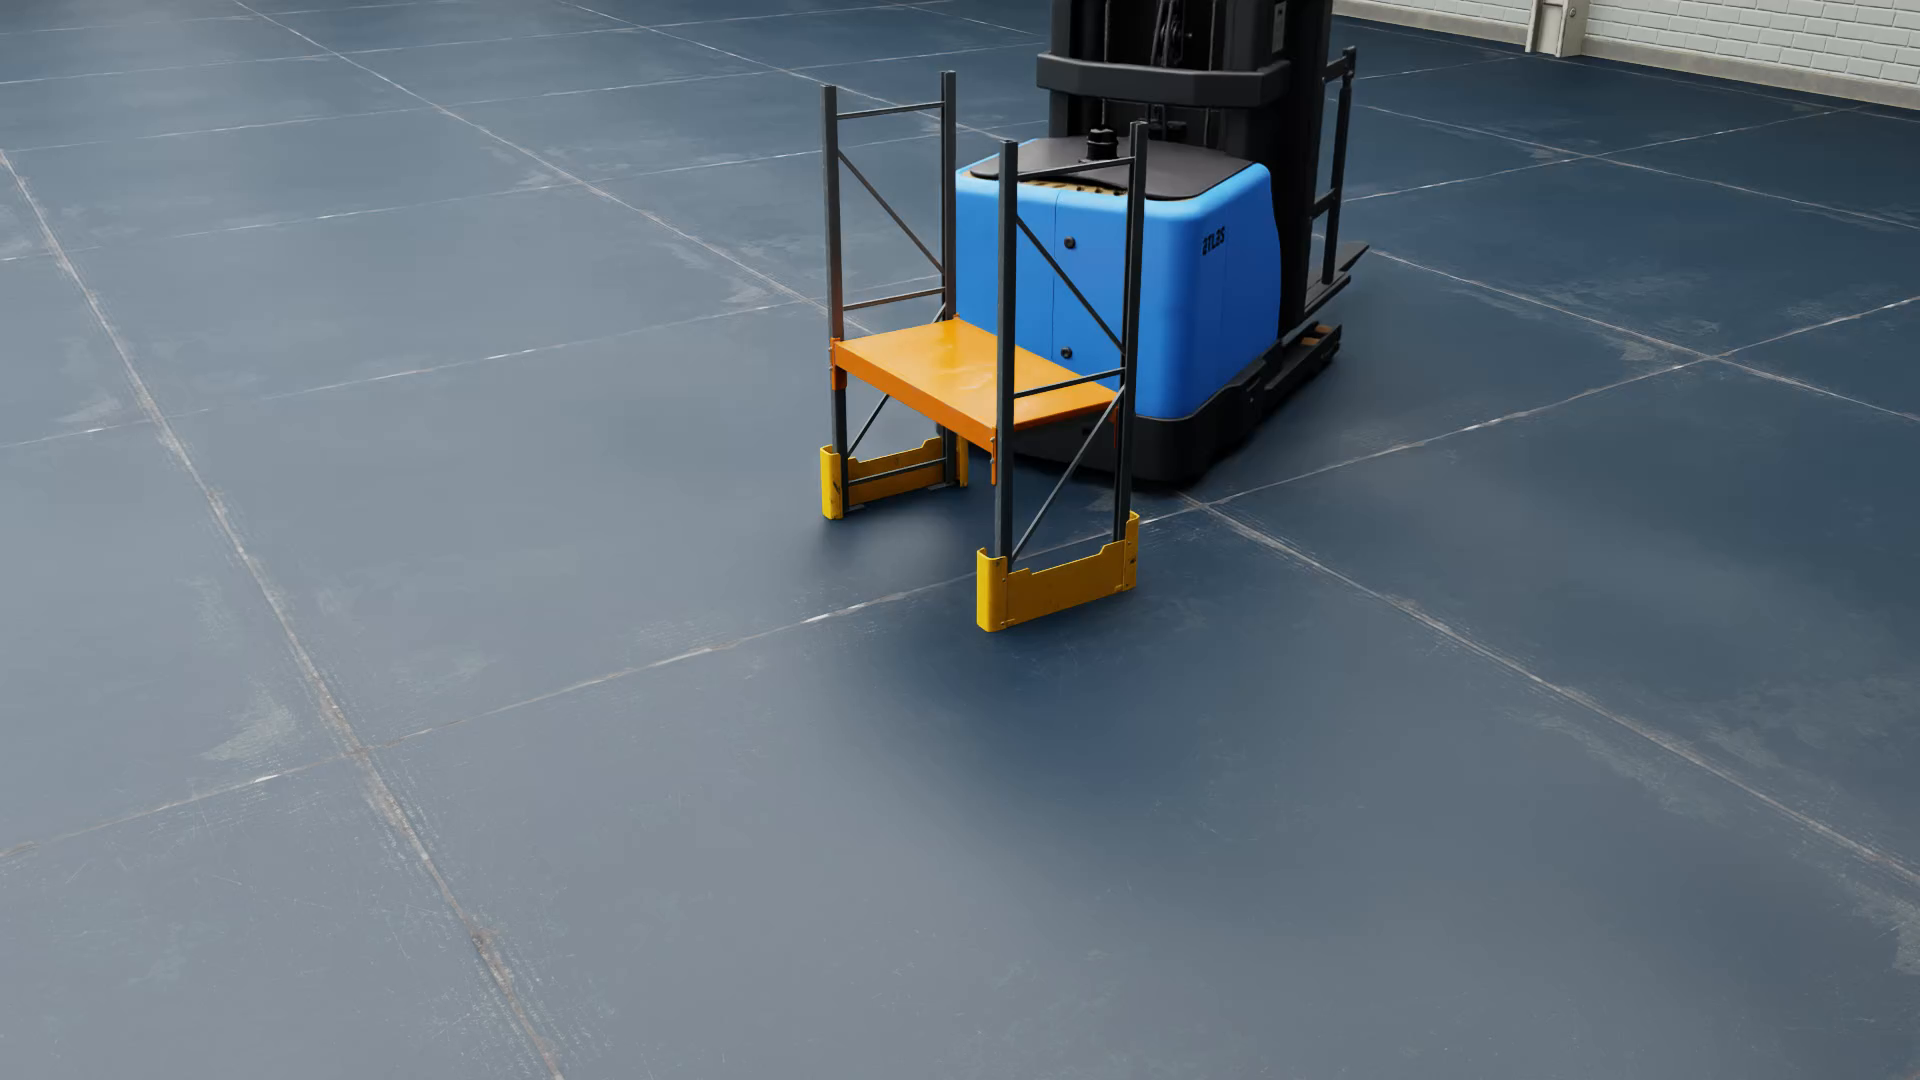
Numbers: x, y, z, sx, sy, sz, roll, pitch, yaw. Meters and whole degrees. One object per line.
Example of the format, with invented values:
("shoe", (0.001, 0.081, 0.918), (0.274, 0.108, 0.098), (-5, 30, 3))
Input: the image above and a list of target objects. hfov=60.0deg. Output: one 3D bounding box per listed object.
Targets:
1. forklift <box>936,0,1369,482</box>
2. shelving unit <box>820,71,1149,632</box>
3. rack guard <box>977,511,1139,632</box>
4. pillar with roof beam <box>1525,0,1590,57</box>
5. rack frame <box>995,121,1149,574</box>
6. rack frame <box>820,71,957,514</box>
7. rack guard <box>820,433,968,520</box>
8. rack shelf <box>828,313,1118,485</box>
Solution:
("forklift", (1.051, -2.129, 6.826), (1.130, 2.935, 3.031), (13, 28, 25))
("shelving unit", (0.042, -0.651, 5.372), (0.587, 1.500, 1.083), (-16, 29, -30))
("rack guard", (0.313, 0.092, 5.262), (0.587, 0.250, 0.087), (-16, 29, -30))
("pillar with roof beam", (1.803, -7.509, 11.114), (9.100, 9.000, 0.400), (-16, 29, -30))
("rack frame", (0.324, -0.466, 4.980), (0.500, 1.500, 0.032), (-16, 29, -30))
("rack frame", (-0.231, -0.830, 5.750), (0.500, 1.500, 0.032), (-16, 29, -30))
("rack guard", (-0.230, -0.264, 6.016), (0.587, 0.250, 0.087), (-16, 29, -30))
("rack shelf", (0.047, -0.485, 5.442), (0.538, 0.185, 1.000), (-16, 29, -30))
